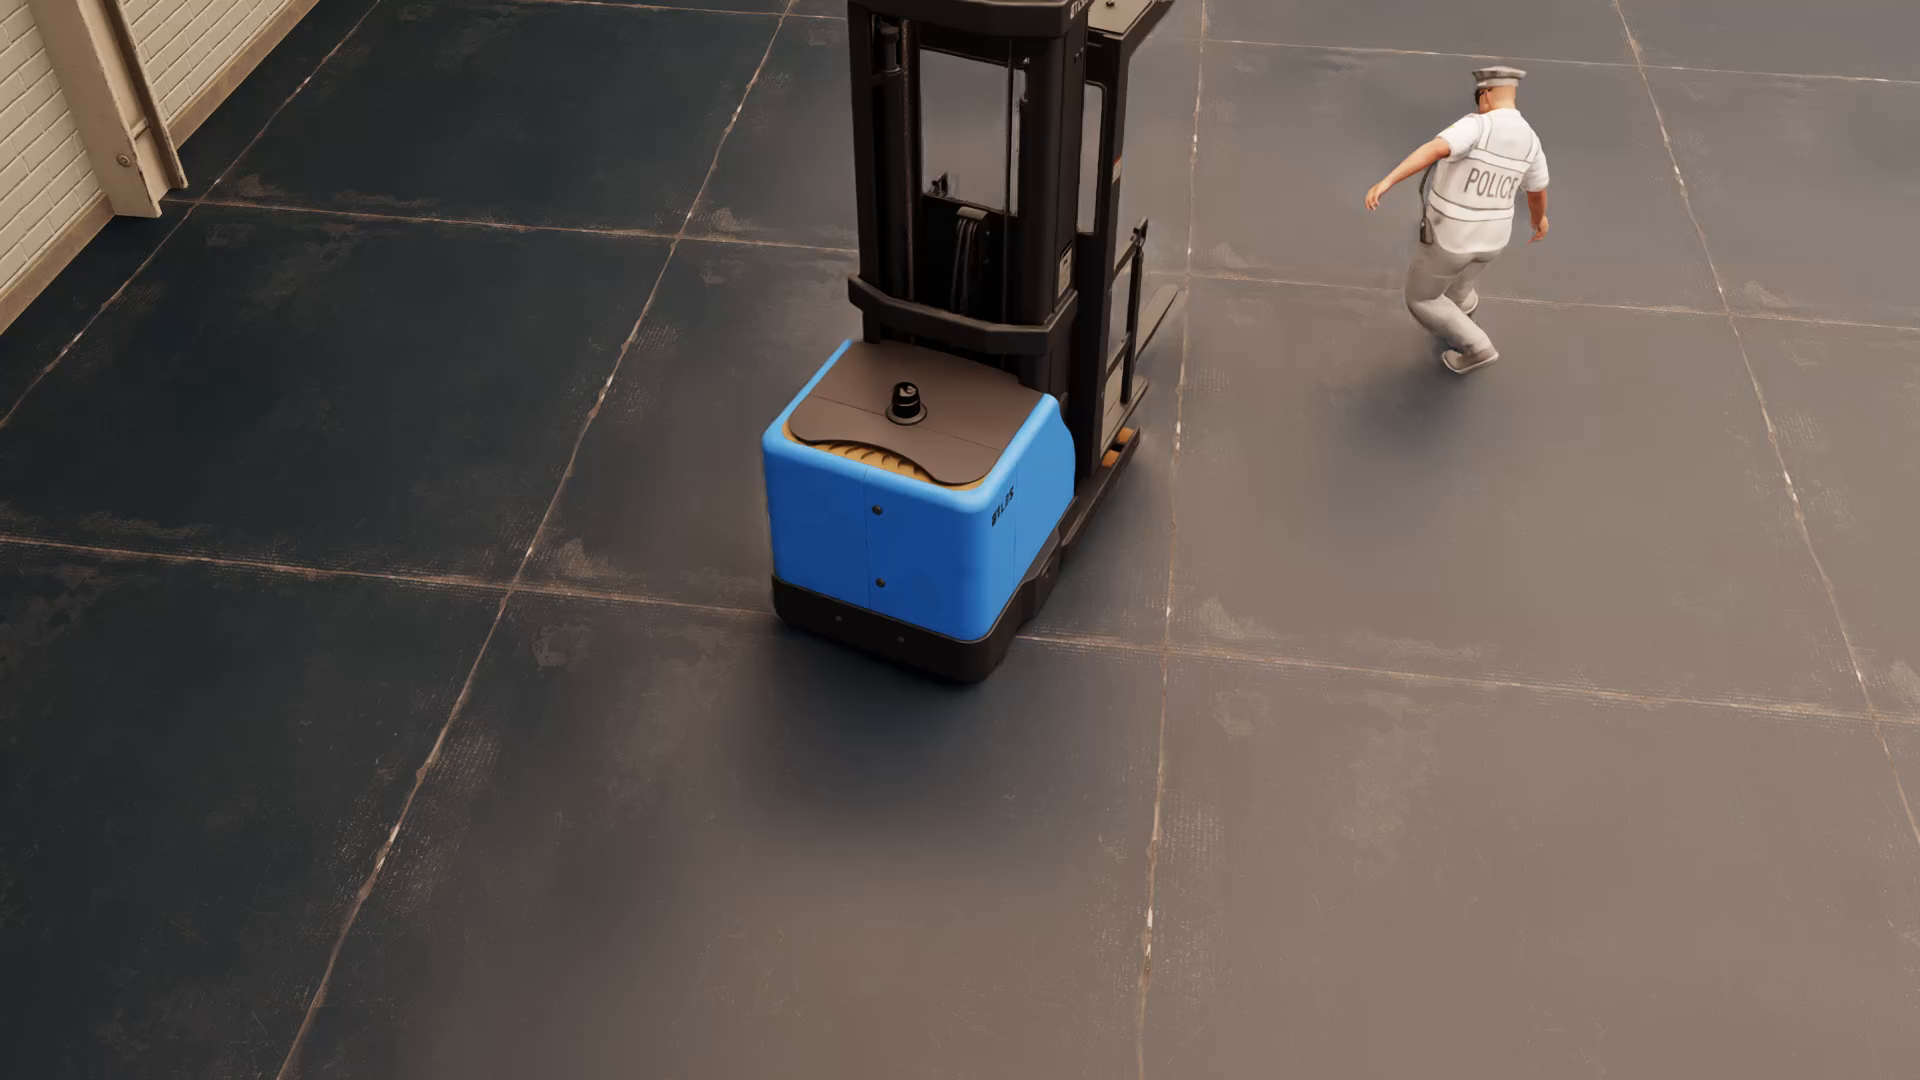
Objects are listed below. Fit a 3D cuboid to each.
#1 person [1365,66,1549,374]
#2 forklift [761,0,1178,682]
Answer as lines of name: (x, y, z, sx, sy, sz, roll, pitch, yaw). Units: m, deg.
person: (2.493, -1.604, 8.490, 1.210, 1.581, 0.683, -10, 44, -11)
forklift: (0.248, -1.473, 7.328, 1.130, 2.935, 3.031, 17, 45, 18)
